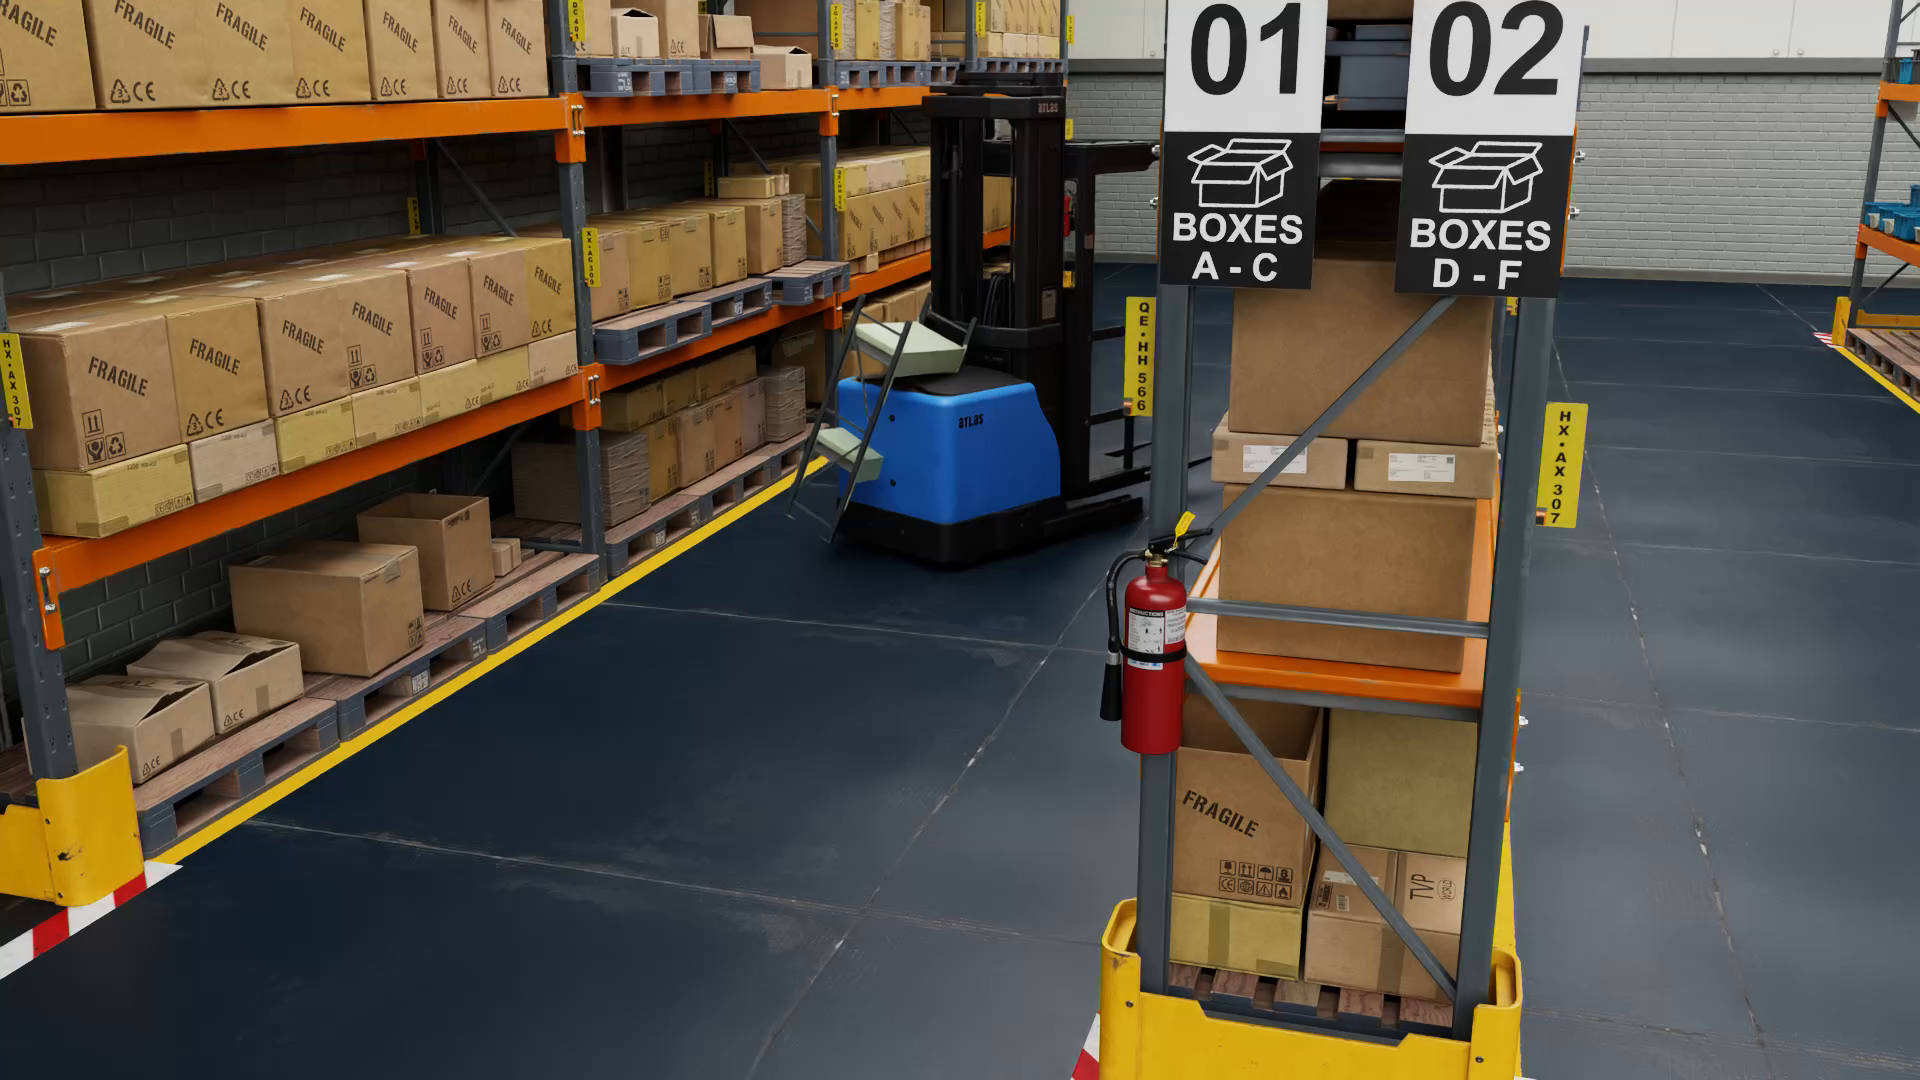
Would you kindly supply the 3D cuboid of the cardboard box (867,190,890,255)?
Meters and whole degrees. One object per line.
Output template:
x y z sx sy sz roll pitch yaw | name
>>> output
-0.920 -2.702 14.094 0.500 0.500 0.500 5 17 18 | cardboard box

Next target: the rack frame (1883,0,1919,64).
10.311 -6.469 17.145 1.000 3.000 0.127 5 16 16 | rack frame

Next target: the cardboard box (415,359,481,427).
-2.720 -0.739 8.176 0.500 0.250 0.500 5 16 16 | cardboard box

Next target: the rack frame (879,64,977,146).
-0.325 -3.304 16.982 1.000 3.000 0.127 5 16 16 | rack frame

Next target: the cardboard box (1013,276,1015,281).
0.280 -2.757 18.863 0.700 0.500 0.500 5 17 17 | cardboard box

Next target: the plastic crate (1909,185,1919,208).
10.395 -3.526 17.590 0.616 0.435 0.499 5 16 16 | plastic crate

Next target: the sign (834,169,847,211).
-0.938 -2.737 13.006 0.100 0.325 0.005 5 16 16 | sign

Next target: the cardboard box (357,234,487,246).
-2.932 -1.403 9.142 0.500 0.500 0.500 4 16 15 | cardboard box

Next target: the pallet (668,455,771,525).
-2.033 -0.394 11.831 1.003 0.211 1.213 5 16 16 | pallet

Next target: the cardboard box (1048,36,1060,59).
0.858 -5.760 19.464 0.500 0.250 0.500 5 17 18 | cardboard box

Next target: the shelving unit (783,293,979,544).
-0.497 -0.769 10.391 0.431 1.500 0.755 32 23 25 | shelving unit

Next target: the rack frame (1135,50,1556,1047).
1.016 0.218 4.563 1.000 3.000 0.127 5 16 16 | rack frame

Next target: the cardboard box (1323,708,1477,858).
1.522 0.724 5.674 0.500 0.500 0.500 5 16 16 | cardboard box

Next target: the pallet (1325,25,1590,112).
1.241 -1.365 4.811 1.003 0.211 1.213 5 16 16 | pallet

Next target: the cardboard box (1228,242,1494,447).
1.176 -0.589 4.848 0.700 0.500 0.500 5 16 16 | cardboard box

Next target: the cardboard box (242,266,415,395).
-2.873 -0.964 7.595 0.500 0.500 0.500 5 17 18 | cardboard box

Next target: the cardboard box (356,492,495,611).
-2.855 0.054 8.916 0.500 0.500 0.500 3 16 12 | cardboard box

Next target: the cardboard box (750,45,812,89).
-1.407 -3.458 12.155 0.500 0.311 0.500 5 16 16 | cardboard box

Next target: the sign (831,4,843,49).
-0.942 -3.907 12.663 0.100 0.325 0.005 5 16 16 | sign

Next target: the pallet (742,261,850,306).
-1.562 -1.971 12.632 1.213 0.211 1.003 5 16 16 | pallet

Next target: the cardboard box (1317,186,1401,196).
1.890 -1.252 7.184 0.700 0.500 0.500 5 16 16 | cardboard box

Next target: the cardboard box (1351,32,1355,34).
1.564 -2.169 6.268 0.797 0.503 0.637 7 17 22 | cardboard box

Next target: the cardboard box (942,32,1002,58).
0.125 -5.086 17.088 0.500 0.250 0.500 5 16 16 | cardboard box

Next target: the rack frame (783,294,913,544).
-0.694 -0.720 10.086 0.400 1.500 0.023 32 23 25 | rack frame

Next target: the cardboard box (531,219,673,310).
-2.255 -1.747 10.503 0.700 0.500 0.500 6 17 22 | cardboard box

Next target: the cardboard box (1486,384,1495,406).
1.552 -0.428 5.470 0.380 0.149 0.250 4 16 15 | cardboard box

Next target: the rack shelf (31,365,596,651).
-3.166 -0.342 7.857 1.077 0.370 4.000 5 16 16 | rack shelf

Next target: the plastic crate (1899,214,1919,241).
9.465 -3.069 16.349 0.416 0.233 0.300 5 16 16 | plastic crate

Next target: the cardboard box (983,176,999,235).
-0.155 -3.589 17.437 0.980 0.700 0.700 5 17 17 | cardboard box

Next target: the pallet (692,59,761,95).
-2.029 -2.989 10.717 1.213 0.211 1.003 5 16 16 | pallet

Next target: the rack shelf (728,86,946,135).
-0.893 -3.878 14.826 1.077 0.370 4.000 5 16 16 | rack shelf

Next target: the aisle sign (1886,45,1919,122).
10.046 -4.875 17.756 0.394 0.787 0.004 5 16 16 | aisle sign

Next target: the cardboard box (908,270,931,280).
-0.385 -2.292 16.583 0.750 0.750 0.750 5 17 17 | cardboard box

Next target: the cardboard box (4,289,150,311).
-3.652 -0.734 6.784 0.500 0.500 0.500 5 17 17 | cardboard box

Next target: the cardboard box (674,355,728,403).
-1.979 -1.156 11.809 0.500 0.250 0.500 5 16 16 | cardboard box

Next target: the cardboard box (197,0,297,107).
-3.069 -2.008 6.694 0.500 0.500 0.500 5 17 18 | cardboard box

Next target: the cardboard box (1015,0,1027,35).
0.422 -5.716 17.934 0.500 0.500 0.500 5 17 16 | cardboard box

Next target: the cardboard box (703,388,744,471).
-1.988 -0.817 11.986 0.700 0.500 0.500 5 16 16 | cardboard box

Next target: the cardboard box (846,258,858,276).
-1.066 -2.280 13.795 0.380 0.149 0.250 5 17 17 | cardboard box

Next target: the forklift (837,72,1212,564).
0.596 -1.588 11.057 1.130 2.935 3.031 15 22 42 | forklift

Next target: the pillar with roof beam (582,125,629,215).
1.467 -4.537 10.335 9.100 9.000 0.400 5 16 16 | pillar with roof beam

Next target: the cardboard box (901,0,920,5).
-0.700 -5.148 15.621 0.500 0.250 0.500 6 17 20 | cardboard box

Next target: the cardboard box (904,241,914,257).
-0.639 -2.685 15.223 0.380 0.149 0.250 5 17 18 | cardboard box

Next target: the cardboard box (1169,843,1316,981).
0.885 1.176 5.456 0.500 0.250 0.500 5 16 16 | cardboard box

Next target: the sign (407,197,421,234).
-3.131 -1.811 9.594 0.100 0.325 0.005 5 16 16 | sign

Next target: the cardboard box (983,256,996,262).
0.194 -3.188 19.194 0.380 0.149 0.250 5 17 16 | cardboard box

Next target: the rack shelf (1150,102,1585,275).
1.584 -1.402 6.096 1.077 0.370 4.000 5 16 16 | rack shelf

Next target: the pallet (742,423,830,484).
-1.685 -0.712 12.953 1.003 0.211 1.213 5 16 16 | pallet

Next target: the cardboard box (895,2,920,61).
-0.776 -4.635 15.186 0.700 0.500 0.500 4 16 15 | cardboard box

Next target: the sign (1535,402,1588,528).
1.546 -0.192 4.277 0.100 0.325 0.005 5 16 16 | sign

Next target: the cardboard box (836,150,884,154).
-0.985 -3.497 15.522 0.500 0.250 0.500 4 16 14 | cardboard box

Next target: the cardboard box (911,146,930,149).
-0.212 -3.724 16.322 0.500 0.250 0.500 5 17 17 | cardboard box

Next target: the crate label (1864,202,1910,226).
9.925 -3.492 17.840 0.416 0.233 0.303 5 16 16 | crate label

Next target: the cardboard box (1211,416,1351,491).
0.942 -0.257 4.865 0.380 0.149 0.250 4 16 15 | cardboard box
